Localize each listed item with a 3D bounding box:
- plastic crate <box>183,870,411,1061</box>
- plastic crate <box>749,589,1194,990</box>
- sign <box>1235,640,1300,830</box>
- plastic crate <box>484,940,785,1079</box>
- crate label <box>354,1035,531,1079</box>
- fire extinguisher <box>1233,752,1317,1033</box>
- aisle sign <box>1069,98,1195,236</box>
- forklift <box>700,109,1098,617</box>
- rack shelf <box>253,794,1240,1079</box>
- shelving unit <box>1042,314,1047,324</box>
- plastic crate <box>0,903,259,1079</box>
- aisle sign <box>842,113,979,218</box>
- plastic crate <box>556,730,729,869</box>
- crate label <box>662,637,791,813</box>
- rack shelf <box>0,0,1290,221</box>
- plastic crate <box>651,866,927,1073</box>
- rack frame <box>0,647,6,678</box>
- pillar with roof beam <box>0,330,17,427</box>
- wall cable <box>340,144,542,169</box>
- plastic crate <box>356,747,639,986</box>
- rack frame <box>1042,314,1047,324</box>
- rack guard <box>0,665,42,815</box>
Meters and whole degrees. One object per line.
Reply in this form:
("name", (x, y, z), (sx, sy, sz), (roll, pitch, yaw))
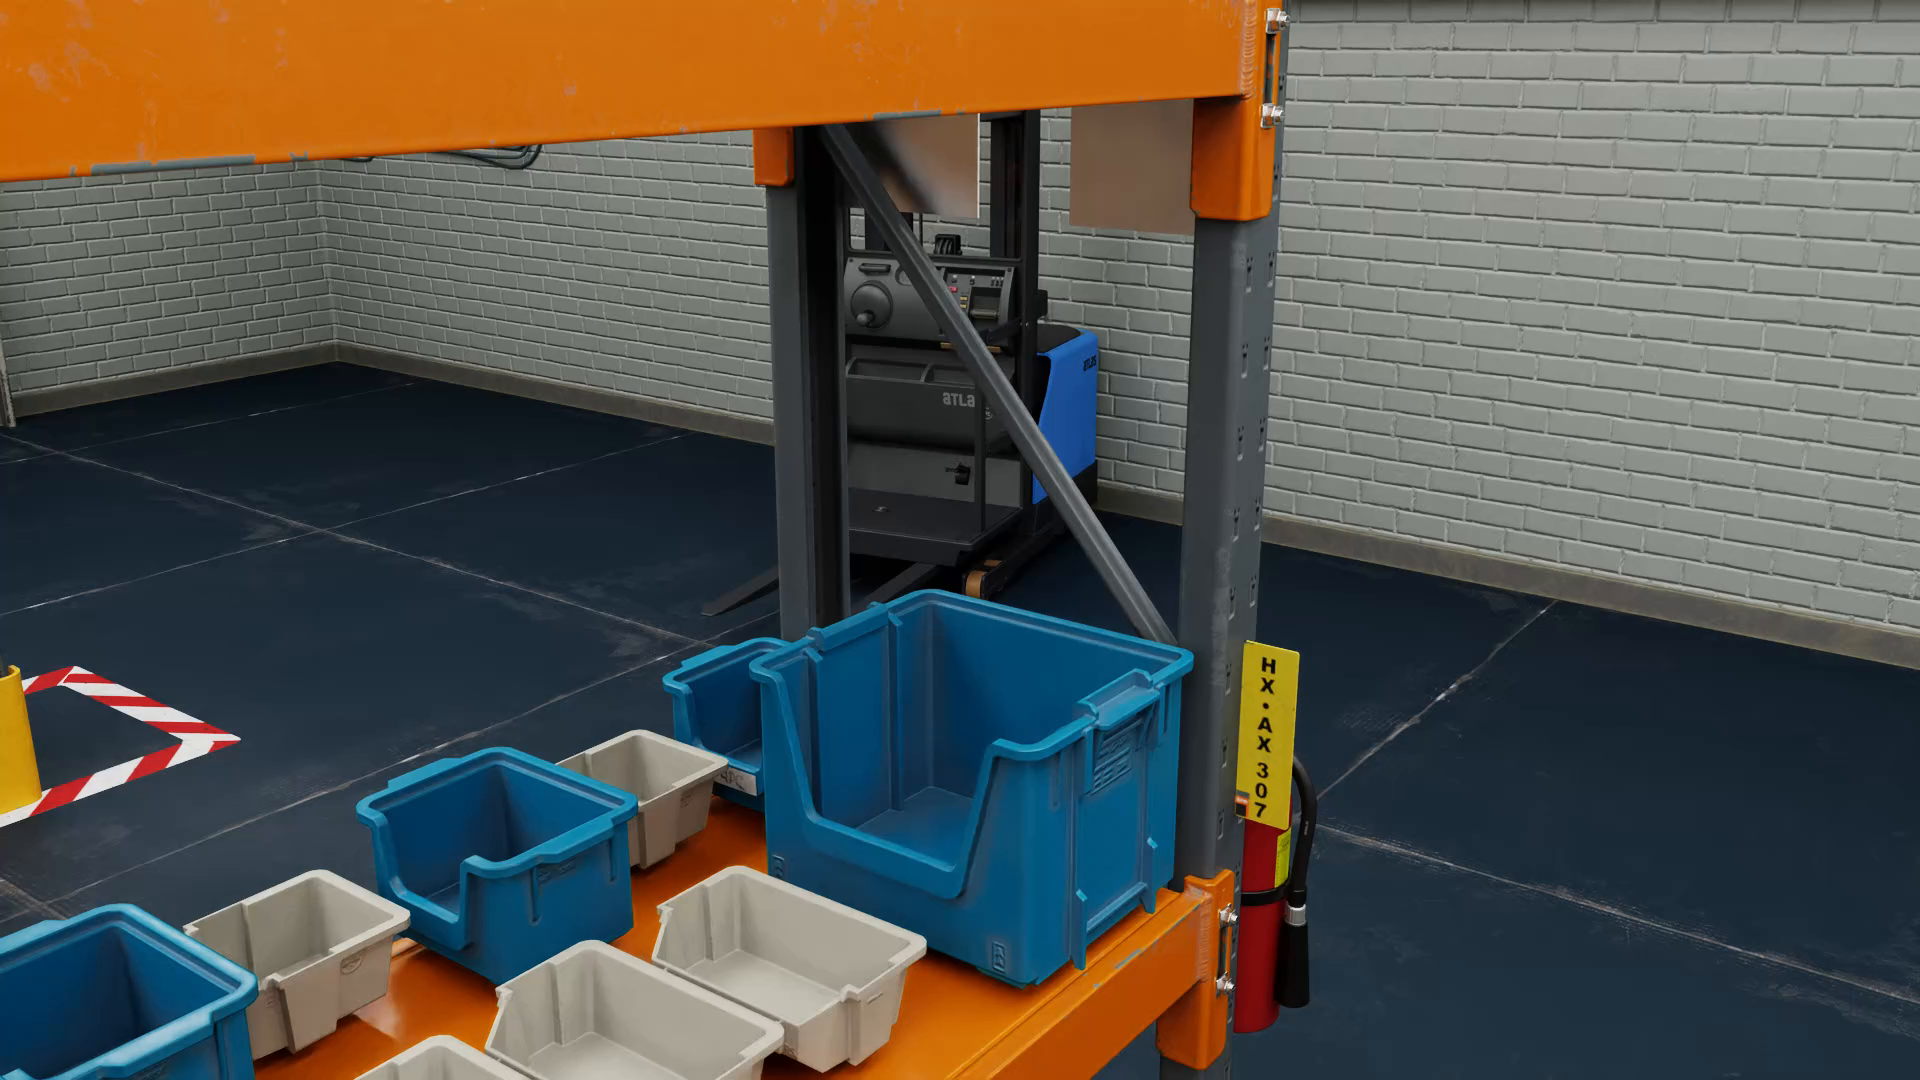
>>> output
("plastic crate", (-1.003, 0.640, 2.469), (0.250, 0.136, 0.298), (12, 21, 35))
("plastic crate", (0.021, 0.386, 2.783), (0.616, 0.435, 0.499), (12, 21, 35))
("sign", (0.522, 0.334, 2.835), (0.100, 0.325, 0.005), (12, 21, 35))
("plastic crate", (-0.454, 0.709, 2.247), (0.396, 0.136, 0.243), (12, 21, 35))
("crate label", (-0.600, 0.779, 2.020), (0.396, 0.136, 0.243), (12, 21, 35))
("fire extinguisher", (0.526, 0.578, 3.084), (0.296, 0.674, 0.183), (12, 21, 35))
("aisle sign", (0.349, -0.888, 2.663), (0.394, 0.787, 0.004), (12, 21, 35))
("forklift", (-0.251, -1.229, 8.258), (1.130, 2.935, 3.031), (7, 19, 22))
("rack shelf", (-1.121, 1.139, 1.732), (1.077, 0.370, 4.000), (12, 21, 35))
("shelving unit", (0.361, -0.814, 9.884), (0.258, 1.200, 0.189), (11, 20, 35))
("plastic crate", (-1.125, 0.684, 2.164), (0.416, 0.233, 0.300), (12, 21, 35))
("aisle sign", (-0.125, -0.992, 2.998), (0.394, 0.787, 0.004), (12, 21, 35))
("plastic crate", (-0.598, 0.478, 2.989), (0.250, 0.136, 0.298), (12, 21, 35))
("crate label", (-0.341, 0.371, 3.174), (0.416, 0.233, 0.303), (12, 21, 35))
("rack shelf", (-1.121, -0.294, 1.288), (1.077, 0.370, 4.000), (12, 21, 35))
("plastic crate", (-0.270, 0.642, 2.462), (0.396, 0.136, 0.243), (12, 21, 35))
("rack frame", (-3.905, -0.558, 5.981), (1.000, 3.000, 0.127), (12, 21, 35))
("pillar with roof beam", (-3.514, -4.332, 8.021), (9.100, 9.000, 0.400), (12, 21, 35))
("wall cable", (-4.229, -4.098, 12.503), (3.097, 2.526, 0.112), (12, 21, 35))
("plastic crate", (-0.733, 0.527, 2.669), (0.416, 0.233, 0.300), (12, 21, 35))
("rack frame", (0.416, -0.835, 9.955), (0.240, 1.200, 0.006), (11, 20, 35))
("rack guard", (-3.950, 0.654, 6.294), (1.175, 0.500, 0.348), (12, 21, 35))
